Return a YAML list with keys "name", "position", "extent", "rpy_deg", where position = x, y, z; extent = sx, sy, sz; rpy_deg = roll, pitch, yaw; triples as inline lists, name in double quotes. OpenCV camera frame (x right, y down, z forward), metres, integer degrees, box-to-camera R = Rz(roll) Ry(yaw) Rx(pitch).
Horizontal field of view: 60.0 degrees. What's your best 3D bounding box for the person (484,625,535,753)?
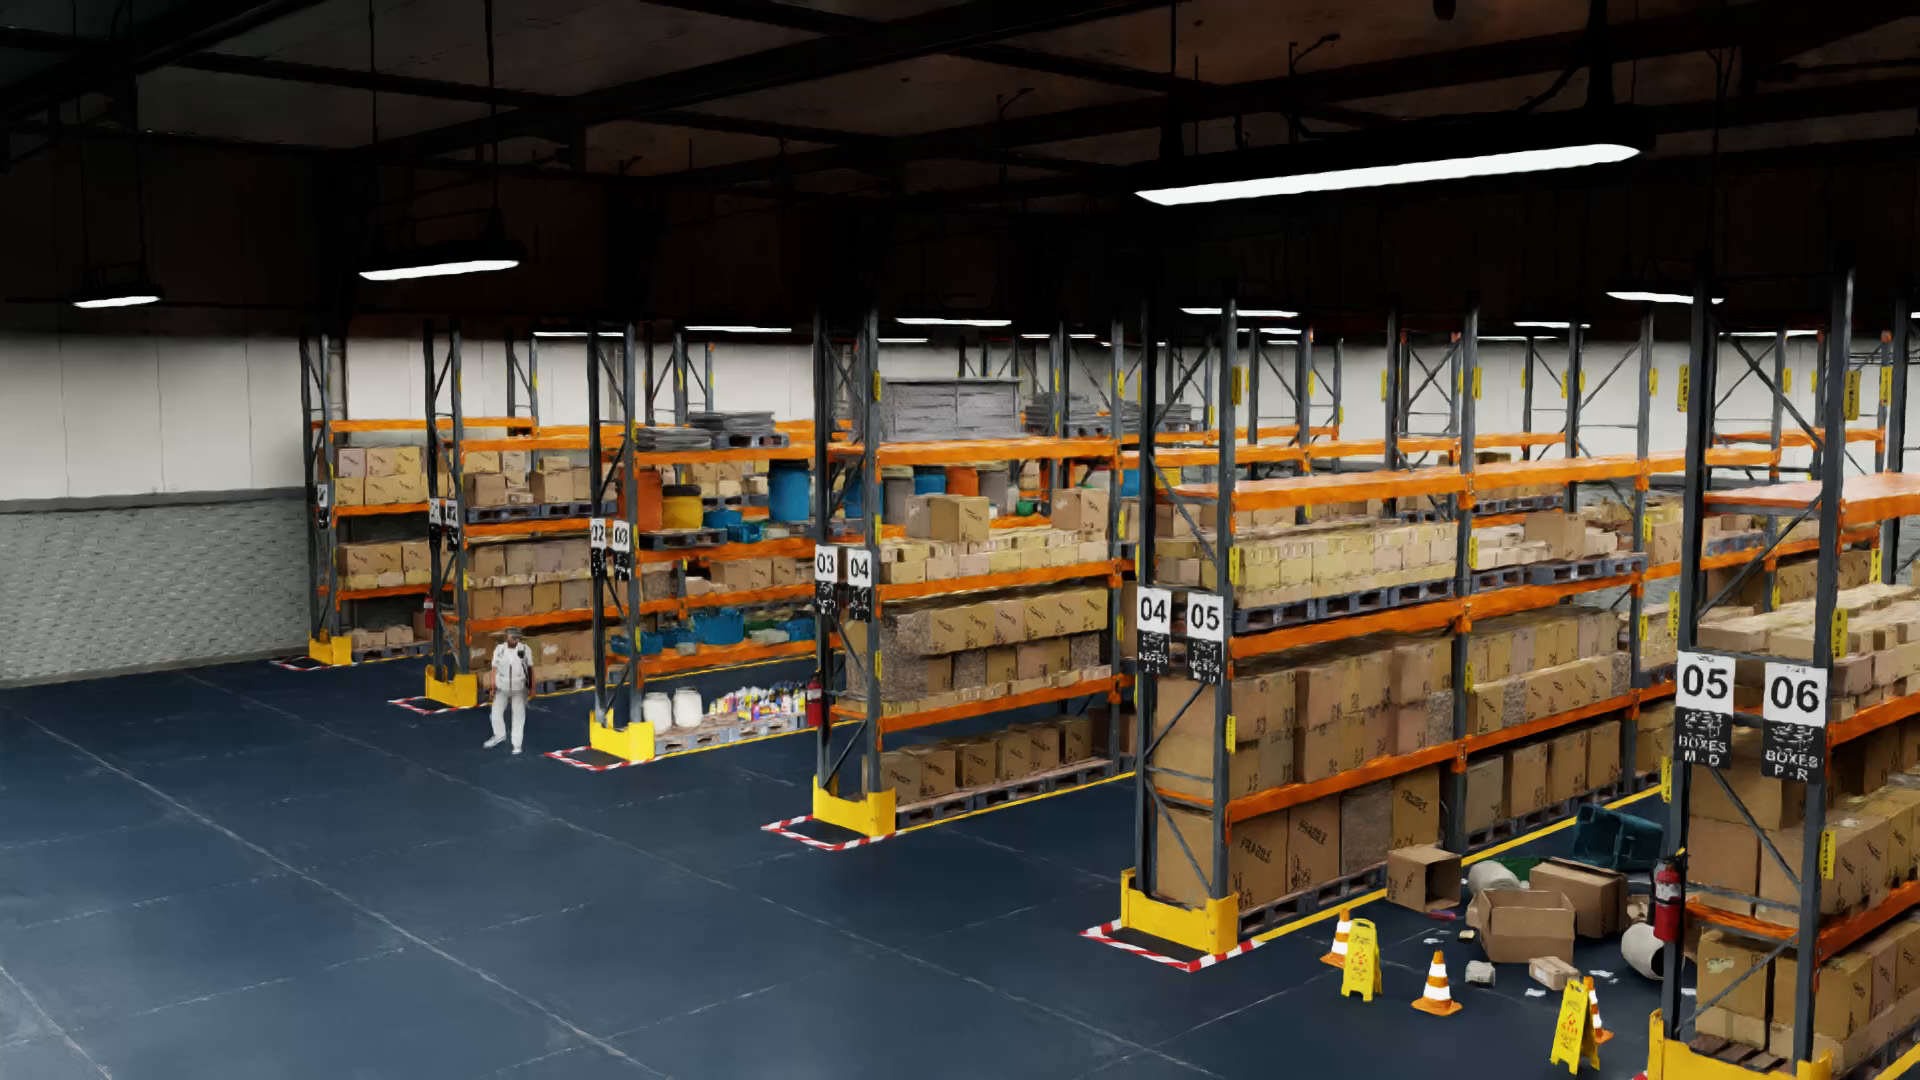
- name: "person"
  position: [-6.128, 2.014, 22.544]
  extent: [0.712, 1.739, 0.507]
  rpy_deg: [-1, 6, -9]
